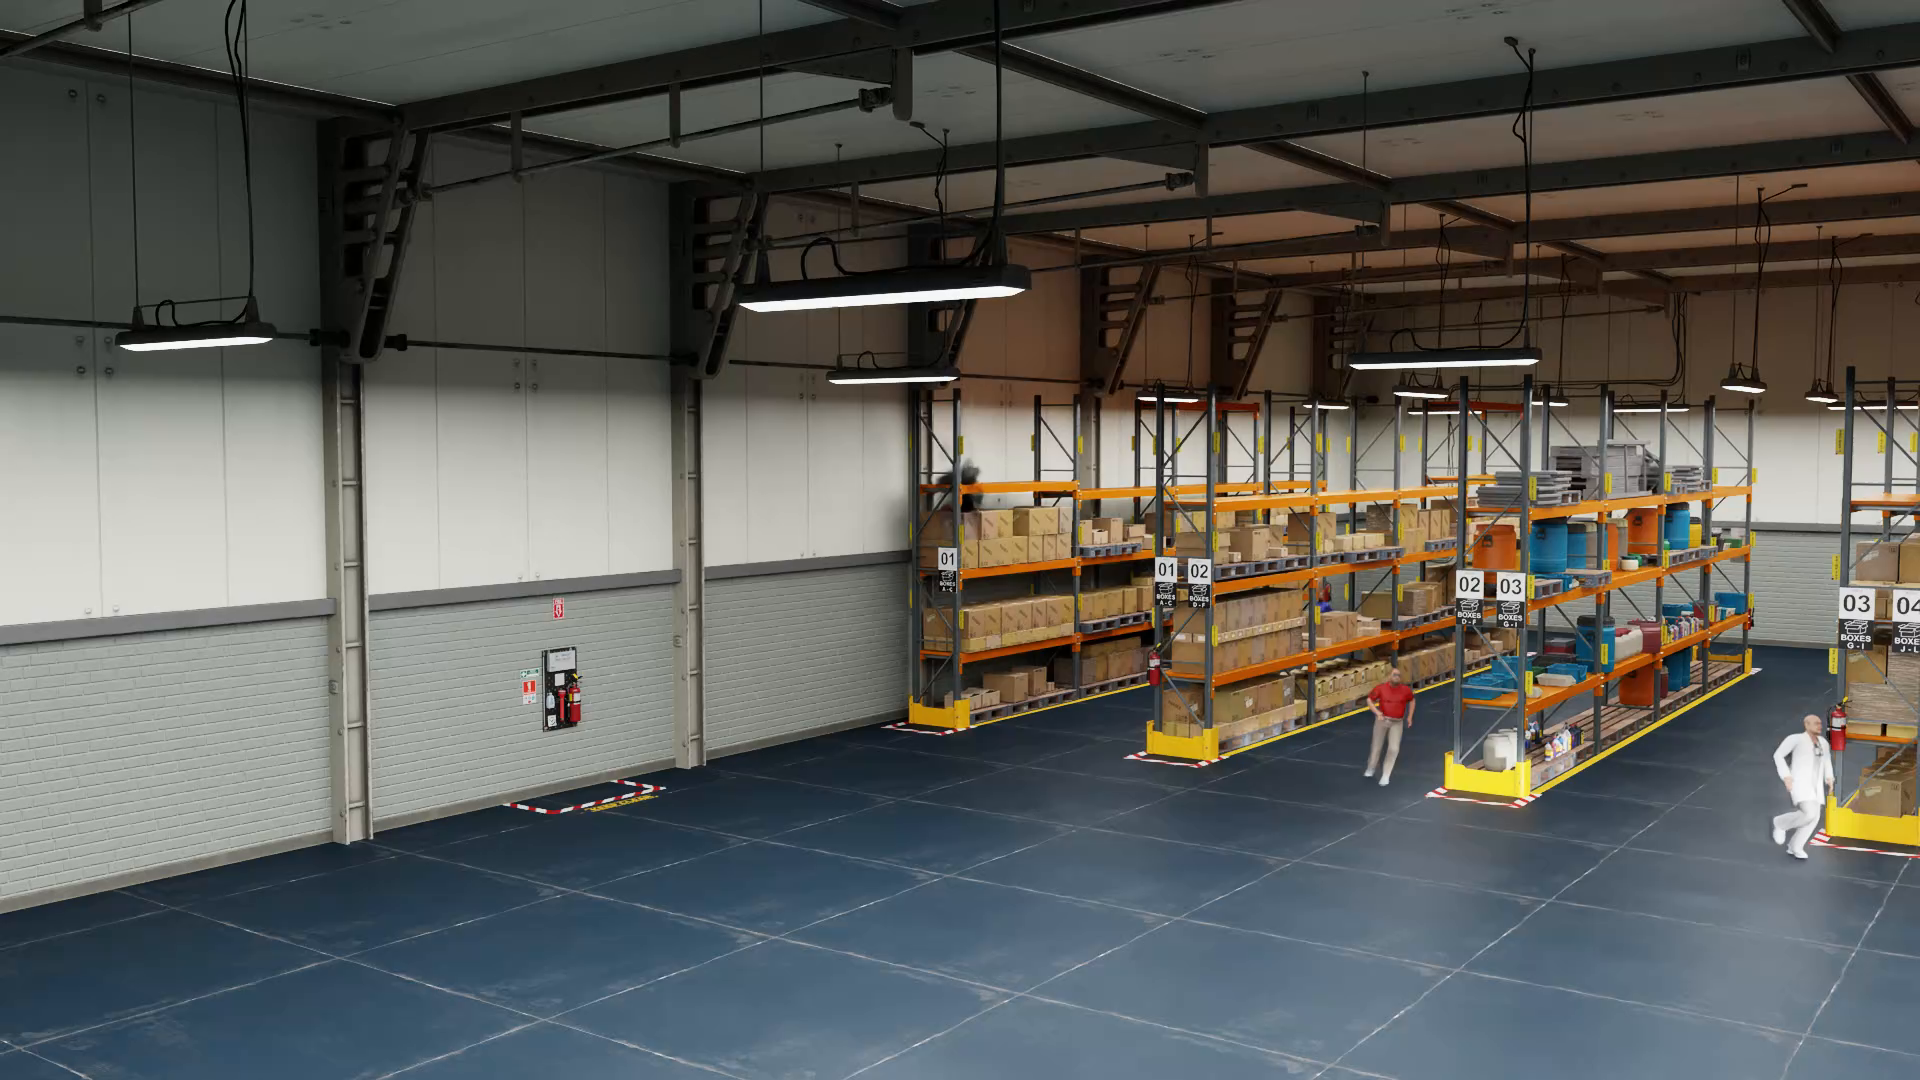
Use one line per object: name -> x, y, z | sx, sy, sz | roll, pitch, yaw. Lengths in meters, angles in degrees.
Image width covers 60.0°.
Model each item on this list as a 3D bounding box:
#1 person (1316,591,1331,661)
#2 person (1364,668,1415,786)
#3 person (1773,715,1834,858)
person -> 8.289, 1.990, 38.422 | 0.545, 1.620, 0.620 | 2, 4, 26
person -> 6.383, 2.766, 24.675 | 0.730, 1.757, 0.697 | 1, 3, 11
person -> 10.362, 2.991, 20.323 | 0.737, 1.702, 0.585 | -1, 3, -15
